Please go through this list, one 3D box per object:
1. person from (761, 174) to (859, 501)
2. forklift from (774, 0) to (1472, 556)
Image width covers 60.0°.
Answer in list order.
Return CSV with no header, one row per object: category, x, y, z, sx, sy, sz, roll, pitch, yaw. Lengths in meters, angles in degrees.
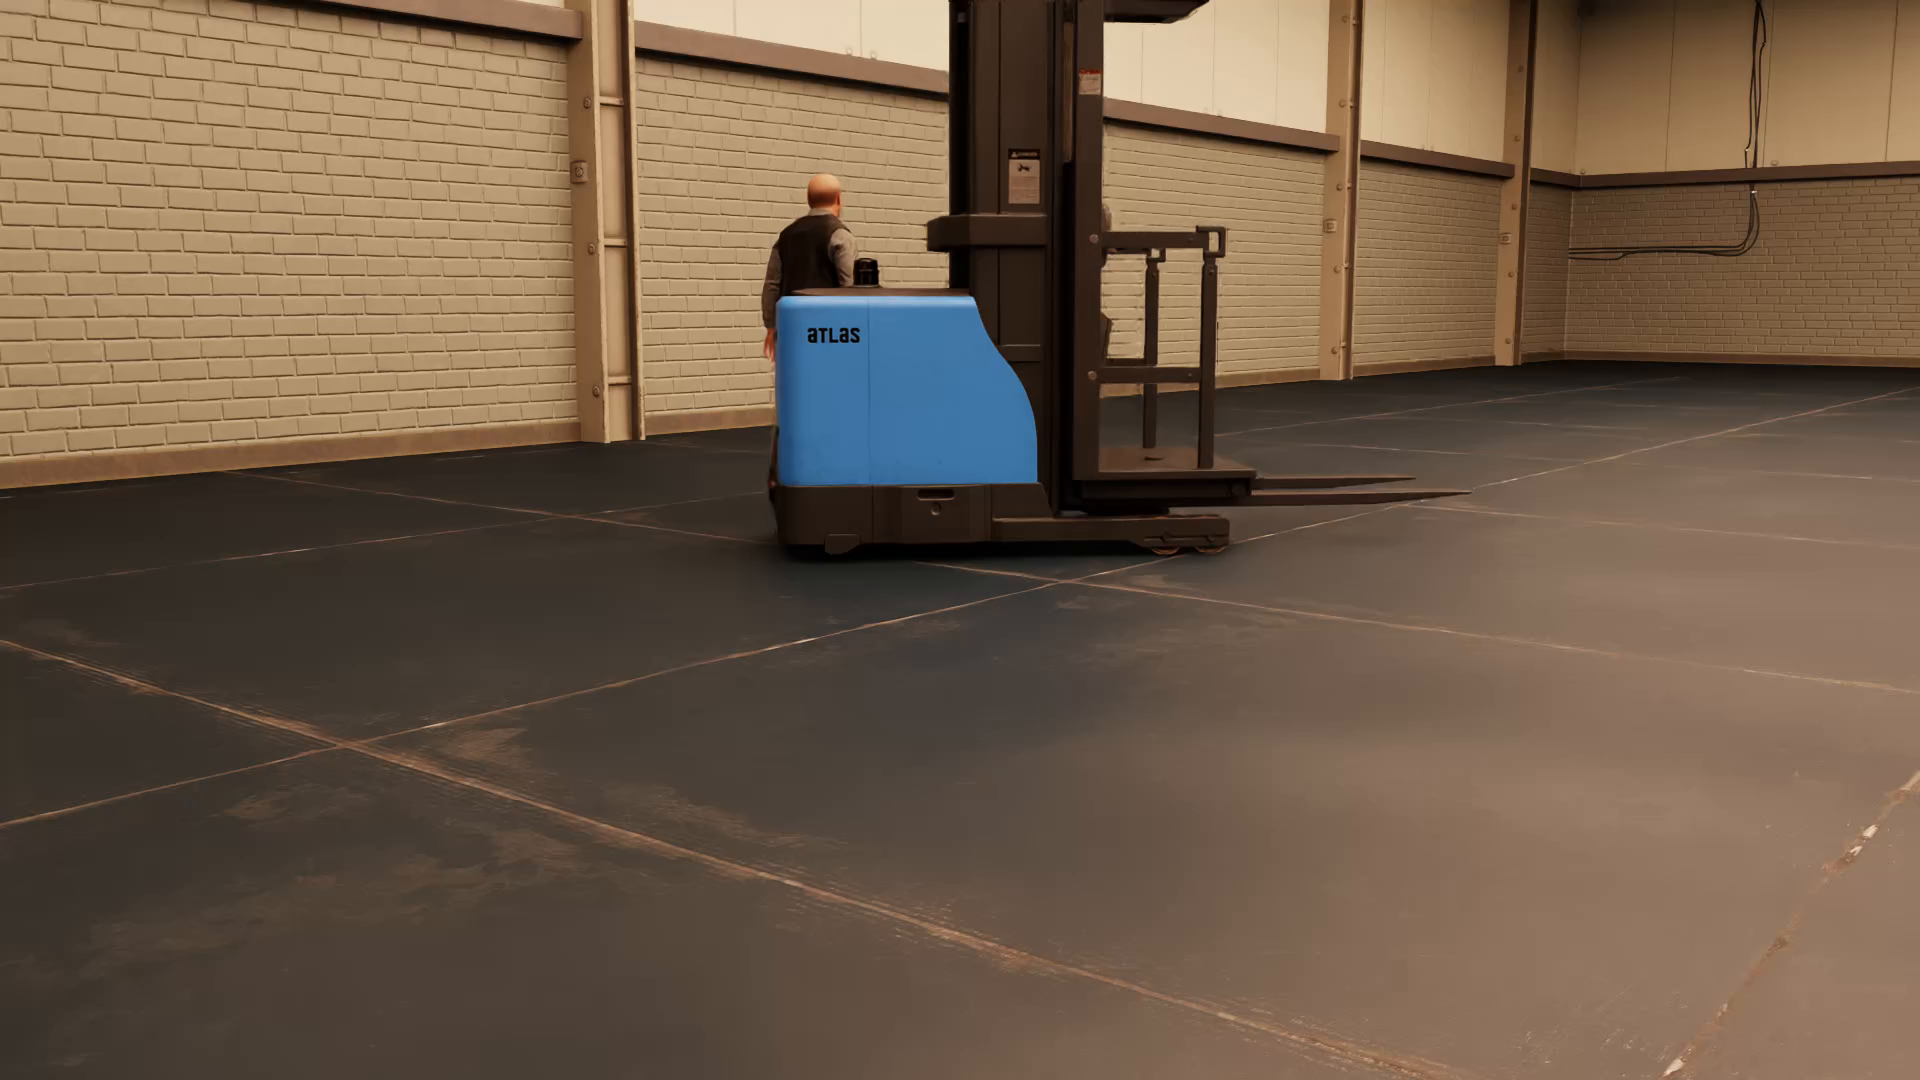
person,-0.743,-1.023,8.553,0.813,1.695,0.390,6,10,37
forklift,0.704,-1.459,7.256,3.031,2.935,1.130,-1,8,-7
